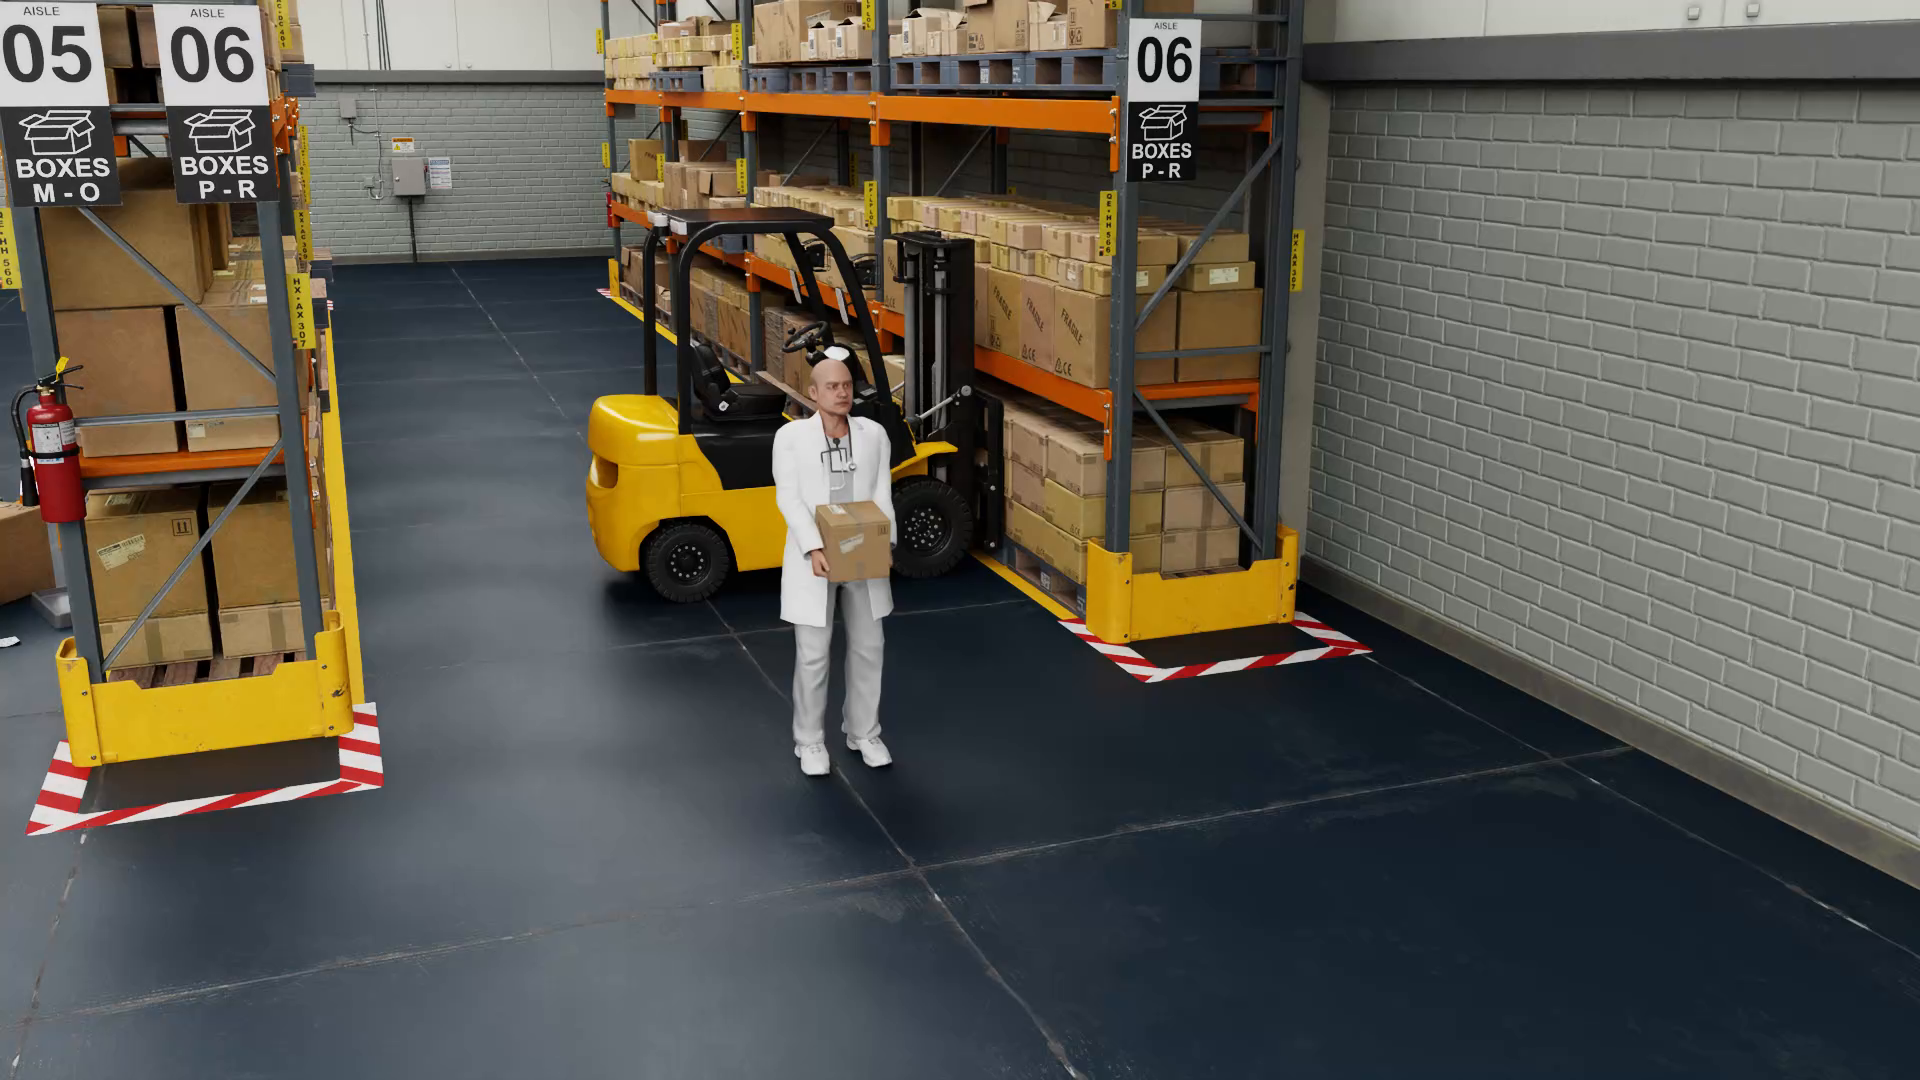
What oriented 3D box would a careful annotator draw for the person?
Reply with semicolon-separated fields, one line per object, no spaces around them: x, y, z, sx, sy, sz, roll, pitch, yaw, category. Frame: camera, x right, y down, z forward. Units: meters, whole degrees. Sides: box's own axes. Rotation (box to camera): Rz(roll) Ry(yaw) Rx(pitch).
-0.497;0.135;7.070;0.529;1.769;0.563;-6;16;-19;person
